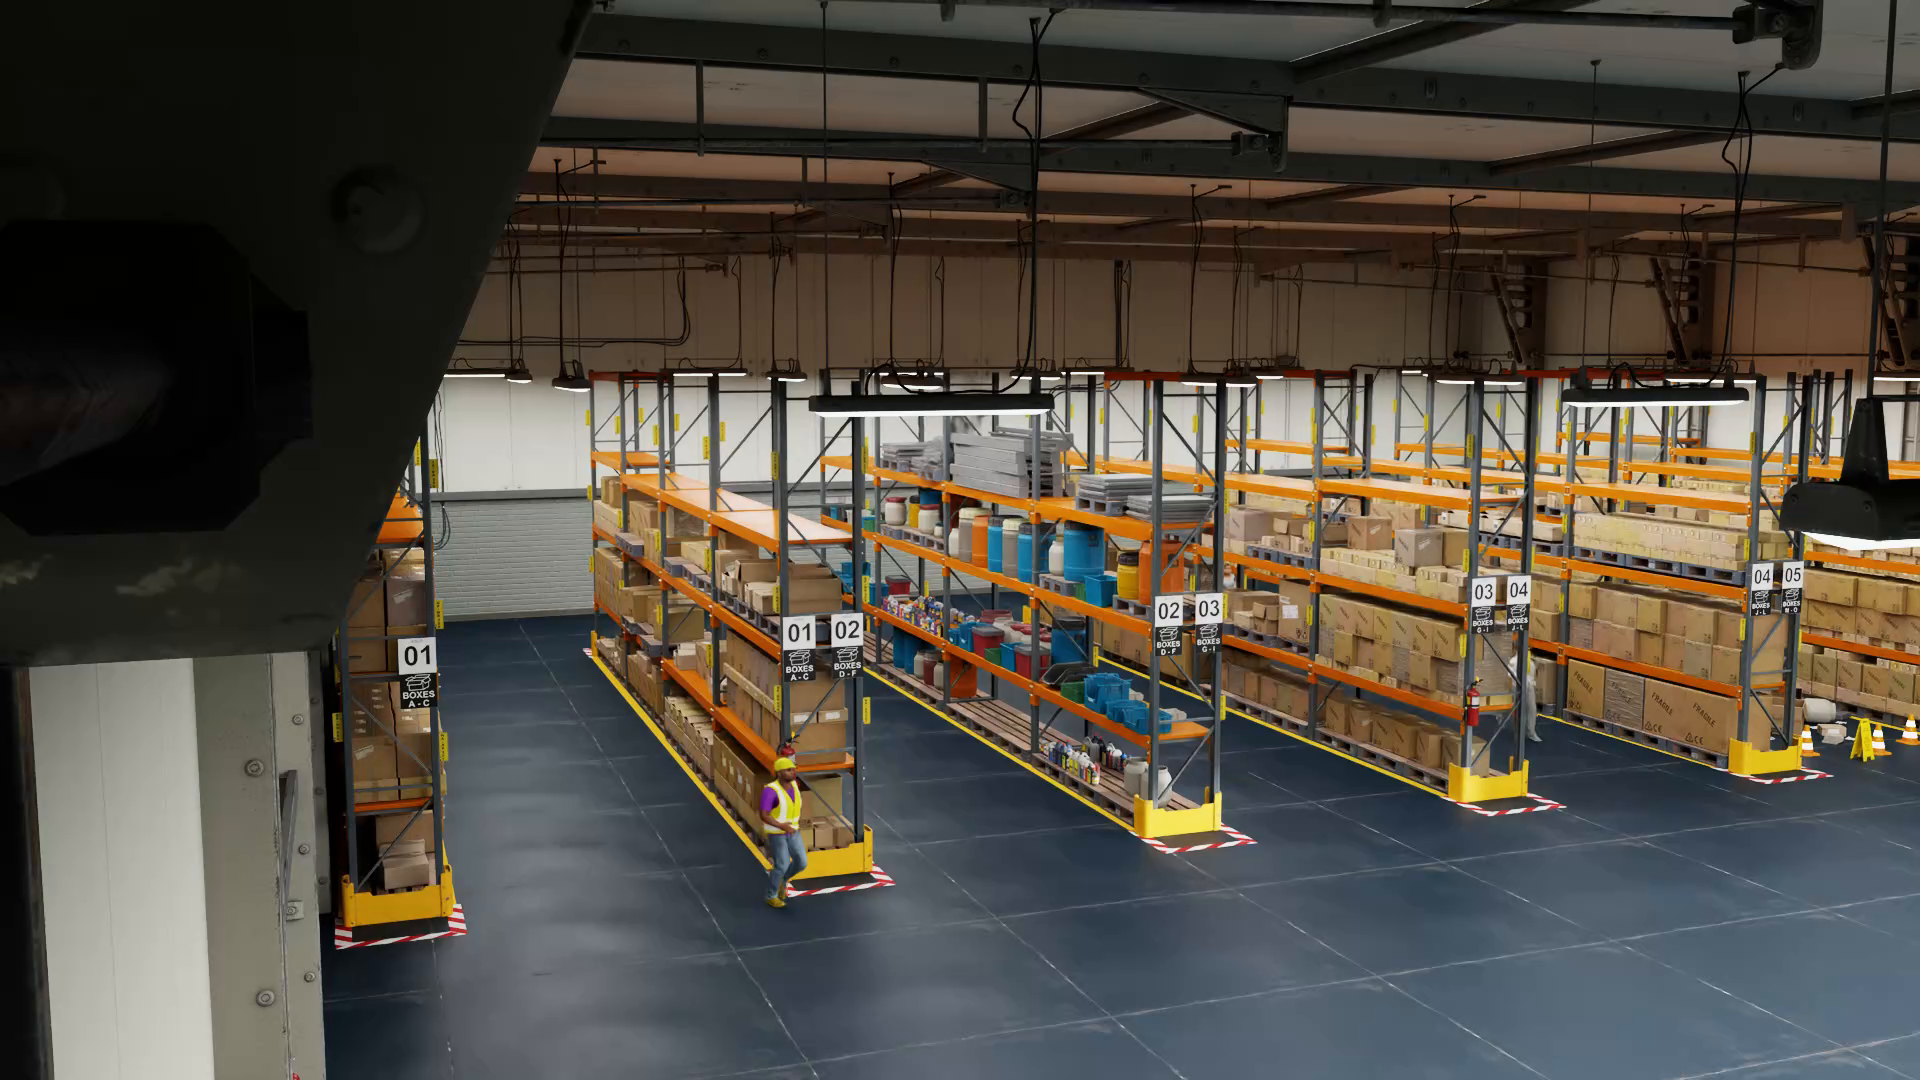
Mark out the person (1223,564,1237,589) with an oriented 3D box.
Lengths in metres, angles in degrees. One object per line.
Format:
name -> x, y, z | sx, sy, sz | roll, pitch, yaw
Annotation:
person -> 5.959, 1.365, 37.122 | 0.574, 1.710, 0.889 | -1, 6, -11

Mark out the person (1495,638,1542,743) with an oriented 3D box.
person -> 9.273, 2.444, 27.467 | 0.628, 1.692, 0.905 | -4, 7, -31

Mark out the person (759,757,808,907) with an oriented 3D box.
person -> -1.984, 3.343, 19.082 | 0.561, 1.725, 0.745 | 5, 8, 35
